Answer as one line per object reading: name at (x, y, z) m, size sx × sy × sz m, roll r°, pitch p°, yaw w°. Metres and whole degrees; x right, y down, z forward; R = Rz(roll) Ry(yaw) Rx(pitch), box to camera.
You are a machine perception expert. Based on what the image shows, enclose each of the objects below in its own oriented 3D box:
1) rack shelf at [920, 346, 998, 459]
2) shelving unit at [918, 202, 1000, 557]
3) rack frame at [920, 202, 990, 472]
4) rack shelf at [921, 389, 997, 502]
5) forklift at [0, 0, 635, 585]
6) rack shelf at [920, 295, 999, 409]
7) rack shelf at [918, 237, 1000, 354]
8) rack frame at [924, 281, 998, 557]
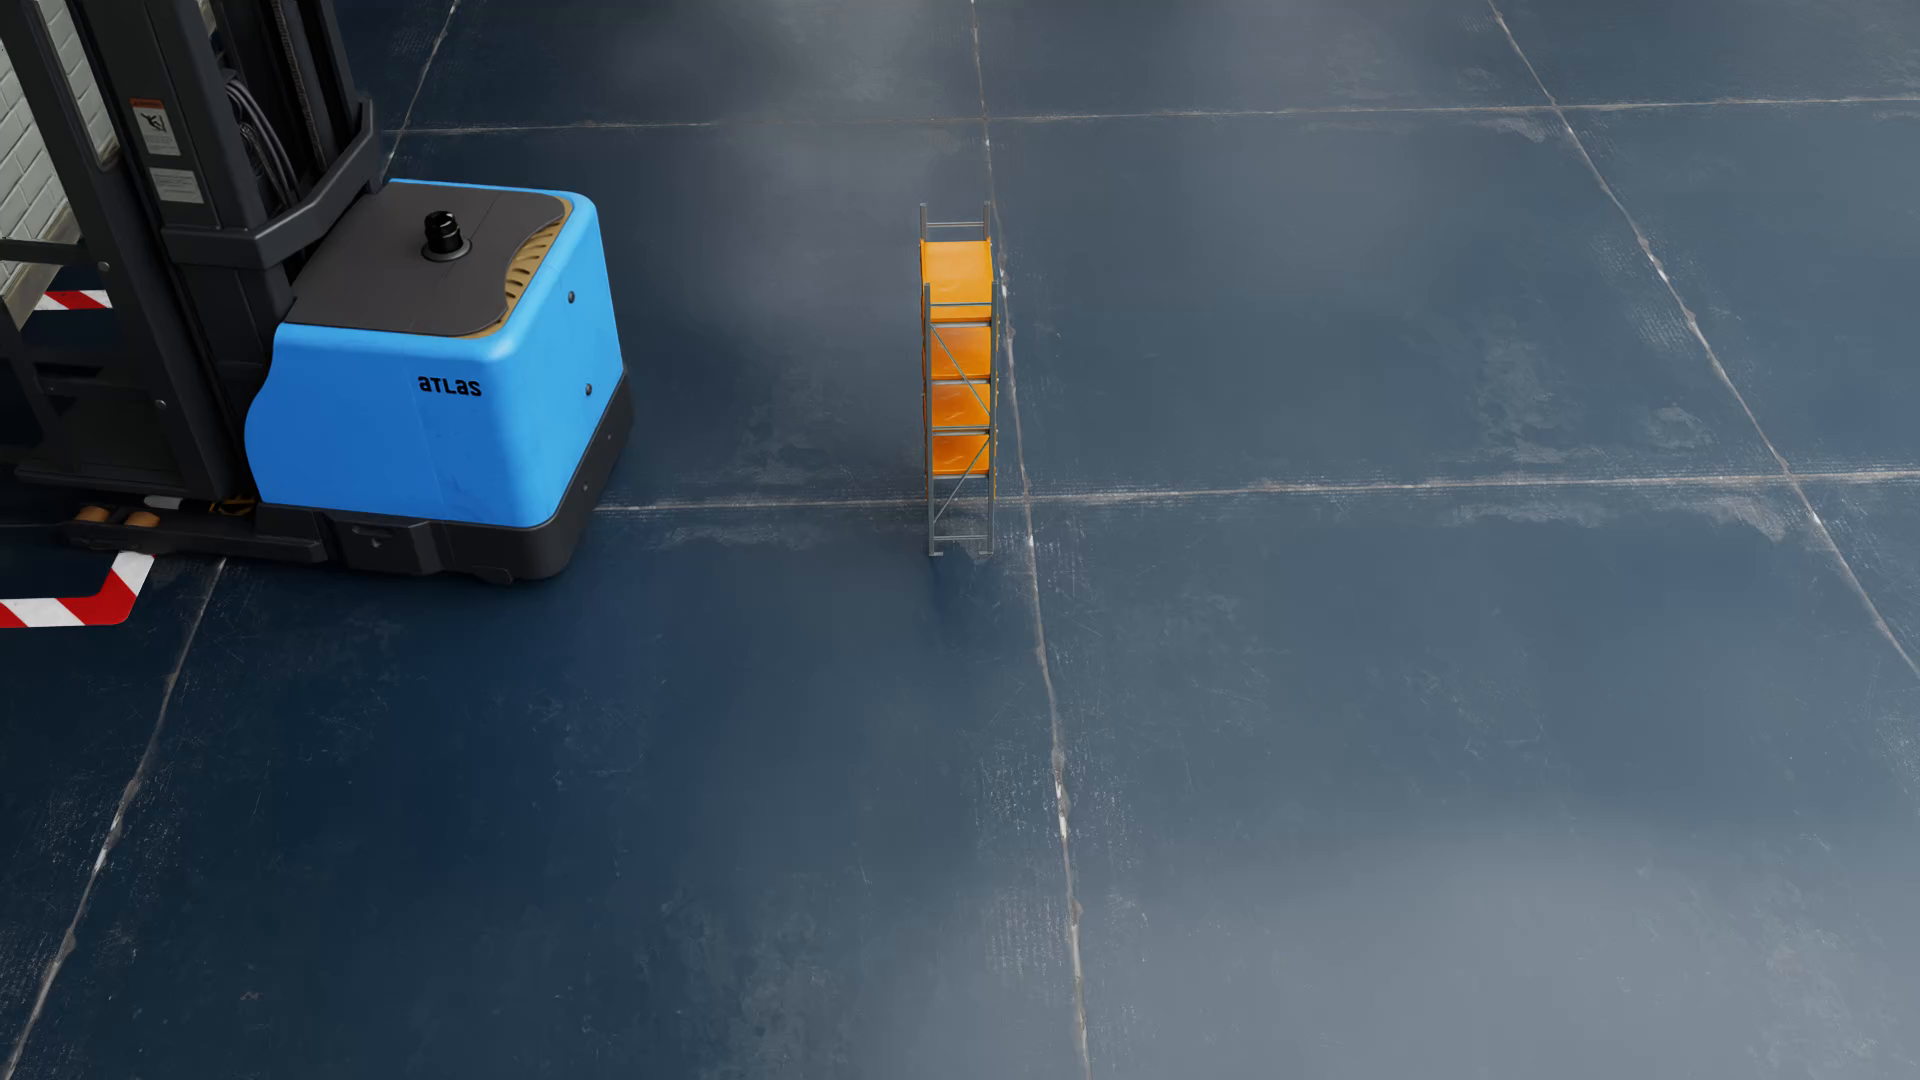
rack shelf at (-0.007, -0.504, 6.012) m, size 0.258 × 0.148 × 0.480 m, roll -2°, pitch 43°, yaw -2°
shelving unit at (-0.007, -0.554, 5.966) m, size 0.258 × 1.200 × 0.503 m, roll -2°, pitch 43°, yaw -2°
rack frame at (-0.017, -0.719, 6.146) m, size 0.240 × 1.200 × 0.015 m, roll -2°, pitch 43°, yaw -2°
rack shelf at (-0.007, -0.358, 6.146) m, size 0.258 × 0.148 × 0.480 m, roll -2°, pitch 43°, yaw -2°
forklift at (-2.865, -1.371, 5.577) m, size 3.031 × 2.935 × 1.130 m, roll 6°, pitch 43°, yaw 6°
rack shelf at (-0.007, -0.669, 5.861) m, size 0.258 × 0.148 × 0.480 m, roll -2°, pitch 43°, yaw -2°
rack shelf at (-0.007, -0.844, 5.701) m, size 0.258 × 0.148 × 0.480 m, roll -2°, pitch 43°, yaw -2°
rack frame at (0.003, -0.389, 5.787) m, size 0.240 × 1.200 × 0.015 m, roll -2°, pitch 43°, yaw -2°
